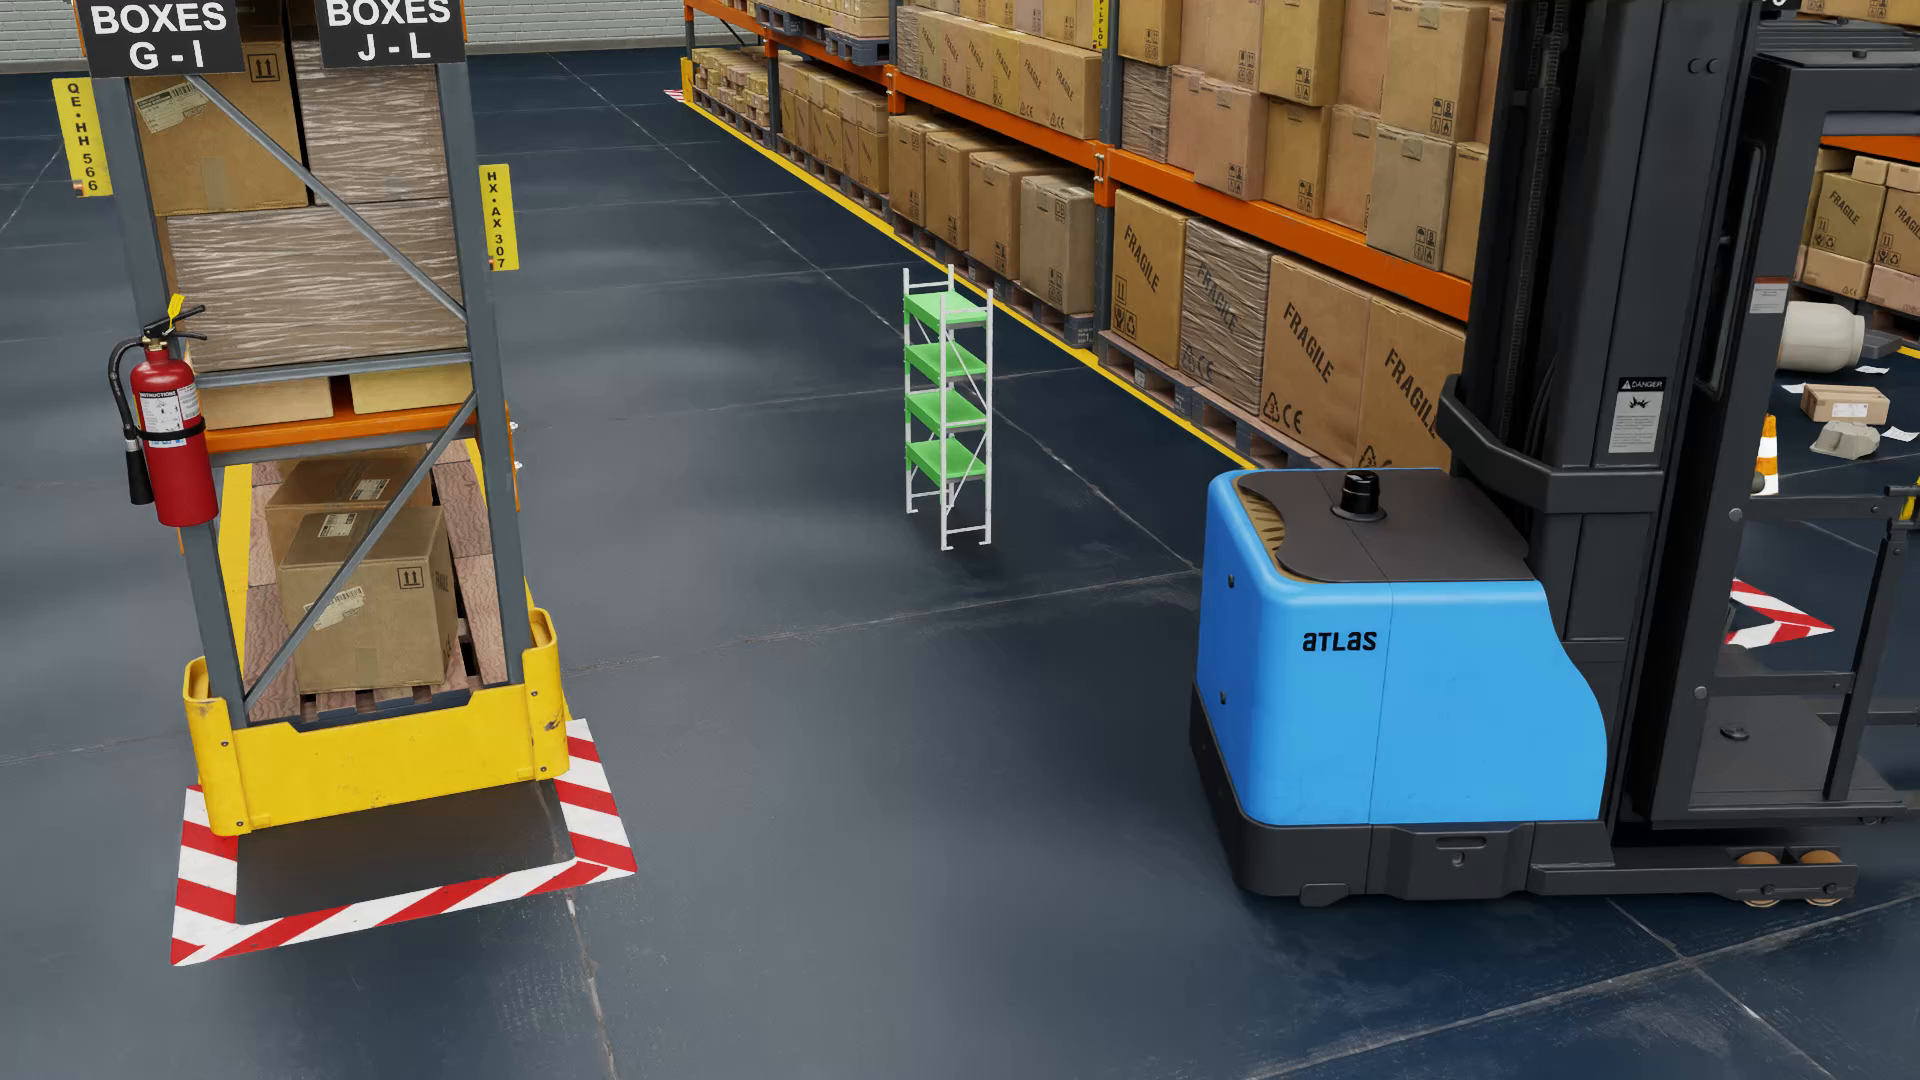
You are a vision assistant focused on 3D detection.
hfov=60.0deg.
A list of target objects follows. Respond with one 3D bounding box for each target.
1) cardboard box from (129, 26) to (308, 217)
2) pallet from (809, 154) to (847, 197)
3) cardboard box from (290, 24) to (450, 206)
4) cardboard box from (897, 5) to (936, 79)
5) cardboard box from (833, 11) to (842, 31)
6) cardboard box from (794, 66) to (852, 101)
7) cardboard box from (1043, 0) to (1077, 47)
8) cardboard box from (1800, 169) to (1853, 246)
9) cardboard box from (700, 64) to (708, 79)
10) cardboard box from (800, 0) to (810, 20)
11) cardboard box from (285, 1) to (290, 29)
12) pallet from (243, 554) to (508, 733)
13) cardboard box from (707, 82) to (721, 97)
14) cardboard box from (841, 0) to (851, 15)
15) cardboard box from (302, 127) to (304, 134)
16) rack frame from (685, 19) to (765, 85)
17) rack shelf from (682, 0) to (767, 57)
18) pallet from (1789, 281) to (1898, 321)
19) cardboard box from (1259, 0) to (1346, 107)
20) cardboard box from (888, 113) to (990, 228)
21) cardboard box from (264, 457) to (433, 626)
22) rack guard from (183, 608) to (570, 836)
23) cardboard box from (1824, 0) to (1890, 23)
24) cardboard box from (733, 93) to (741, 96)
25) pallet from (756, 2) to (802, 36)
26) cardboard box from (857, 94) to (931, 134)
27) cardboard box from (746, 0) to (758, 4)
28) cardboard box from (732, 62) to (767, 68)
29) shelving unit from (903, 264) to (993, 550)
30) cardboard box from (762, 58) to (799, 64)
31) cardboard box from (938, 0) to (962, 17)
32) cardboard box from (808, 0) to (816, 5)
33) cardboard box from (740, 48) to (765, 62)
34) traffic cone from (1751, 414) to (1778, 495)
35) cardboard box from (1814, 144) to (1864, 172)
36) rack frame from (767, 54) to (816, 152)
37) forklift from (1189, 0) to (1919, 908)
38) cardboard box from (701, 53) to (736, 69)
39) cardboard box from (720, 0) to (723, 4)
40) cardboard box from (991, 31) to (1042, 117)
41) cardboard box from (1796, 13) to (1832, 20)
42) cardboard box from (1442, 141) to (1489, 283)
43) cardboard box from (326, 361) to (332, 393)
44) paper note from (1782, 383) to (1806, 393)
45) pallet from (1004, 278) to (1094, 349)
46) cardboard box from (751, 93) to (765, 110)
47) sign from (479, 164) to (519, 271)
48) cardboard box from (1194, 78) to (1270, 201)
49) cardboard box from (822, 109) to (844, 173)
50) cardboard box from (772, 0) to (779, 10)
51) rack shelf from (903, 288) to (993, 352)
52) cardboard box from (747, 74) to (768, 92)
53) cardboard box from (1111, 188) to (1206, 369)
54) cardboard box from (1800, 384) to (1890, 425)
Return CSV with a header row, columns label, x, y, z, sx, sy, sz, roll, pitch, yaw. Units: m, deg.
label,x,y,z,sx,sy,sz,roll,pitch,yaw
cardboard box,-2.361,-1.329,5.242,0.500,0.500,0.500,-8,24,-19
pallet,-0.787,-3.511,15.809,1.003,0.211,1.213,-8,24,-19
cardboard box,-1.874,-1.400,5.411,0.500,0.500,0.500,-8,24,-19
cardboard box,-0.179,-3.916,13.049,0.500,0.500,0.500,-8,24,-18
cardboard box,-0.867,-4.447,14.223,0.380,0.149,0.250,-8,24,-18
cardboard box,-1.294,-4.412,16.069,0.500,0.250,0.500,-8,24,-18
cardboard box,0.963,-3.489,10.751,0.700,0.500,0.500,-9,24,-20
cardboard box,5.879,-2.353,11.504,0.500,0.500,0.500,-7,24,-16
cardboard box,-2.923,-5.661,20.065,0.380,0.149,0.250,-8,24,-19
cardboard box,-1.237,-4.829,15.128,0.380,0.149,0.250,-10,25,-21
cardboard box,-3.427,-2.418,7.826,0.500,0.500,0.500,-8,24,-19
pallet,-2.216,0.438,6.438,1.003,0.211,1.213,-8,24,-19
cardboard box,-2.775,-5.341,19.690,0.380,0.149,0.250,-8,24,-18
cardboard box,-0.782,-4.498,13.960,0.380,0.149,0.250,-7,24,-17
cardboard box,-2.694,-1.442,6.797,0.875,0.500,0.500,-8,24,-19
rack frame,-2.911,-6.976,20.440,1.000,3.000,0.127,-8,24,-19
rack shelf,-2.205,-5.918,18.856,1.077,0.370,4.000,-8,24,-19
pallet,6.193,-1.808,11.768,1.003,0.211,1.213,-8,24,-19
cardboard box,1.986,-2.454,8.126,0.875,0.550,0.500,-8,24,-19
cardboard box,0.046,-2.993,13.345,1.050,0.750,0.750,-9,24,-20
cardboard box,-2.383,-0.002,6.571,0.500,0.500,0.500,-2,23,-5
rack guard,-1.962,0.605,5.671,1.175,0.500,0.348,-8,24,-19
cardboard box,6.035,-3.598,10.625,0.700,0.500,0.500,-8,24,-19
cardboard box,-2.351,-4.979,18.830,0.380,0.149,0.250,-8,24,-18
pallet,-1.365,-5.137,16.323,1.003,0.211,1.213,-8,24,-19
cardboard box,-0.572,-3.669,14.306,0.500,0.250,0.500,-9,24,-20
cardboard box,-1.934,-5.843,17.240,0.500,0.500,0.500,-8,24,-19
cardboard box,-2.382,-5.340,18.921,0.380,0.149,0.250,-8,24,-19
shelving unit,-0.058,-0.613,7.660,0.258,1.200,0.503,-8,24,-19
cardboard box,-2.073,-5.493,19.285,0.380,0.149,0.250,-9,25,-21
cardboard box,0.244,-4.228,12.504,0.700,0.500,0.500,-9,24,-20
cardboard box,-1.144,-4.870,14.842,0.380,0.149,0.250,-8,24,-18
cardboard box,-2.452,-5.874,20.188,0.380,0.149,0.250,-8,24,-18
traffic cone,3.882,-0.382,8.060,0.336,0.463,0.334,-8,24,-19
cardboard box,5.867,-2.598,11.251,0.380,0.149,0.250,-8,24,-18
rack frame,-1.498,-5.523,16.992,1.000,3.000,0.127,-8,24,-19
forklift,2.340,-0.433,5.004,3.031,2.935,1.130,-1,23,-2
cardboard box,-2.865,-5.701,19.777,0.380,0.149,0.250,-8,24,-19
cardboard box,-2.505,-6.138,18.775,0.380,0.149,0.250,-7,24,-17
cardboard box,0.536,-3.183,11.310,0.500,0.500,0.500,-8,24,-18
cardboard box,5.818,-3.317,11.247,0.500,0.500,0.500,-8,24,-19
cardboard box,2.567,-1.361,6.923,0.875,0.550,0.550,-8,24,-19
cardboard box,-2.317,-0.569,5.563,0.380,0.149,0.250,-8,24,-19
paper note,4.980,-0.905,9.872,0.148,0.019,0.142,0,23,-1
pallet,0.985,-1.601,11.278,1.003,0.211,1.213,-8,24,-19
cardboard box,-2.014,-4.707,17.804,0.380,0.149,0.250,-10,25,-22
sign,-1.428,-0.993,5.128,0.100,0.325,0.005,-8,24,-19
cardboard box,1.765,-2.144,8.781,0.875,0.550,0.550,-8,24,-19
cardboard box,-0.944,-3.694,15.329,0.500,0.500,0.500,-9,25,-21
cardboard box,-1.601,-5.203,16.016,0.380,0.149,0.250,-8,24,-19
rack shelf,-0.058,-0.996,7.498,0.258,0.148,0.480,-8,24,-19
cardboard box,-2.090,-4.947,17.990,0.380,0.149,0.250,-9,24,-19
cardboard box,1.484,-1.593,9.861,0.875,0.875,0.875,-8,24,-18
cardboard box,4.983,-0.764,9.371,0.380,0.149,0.250,4,23,9
